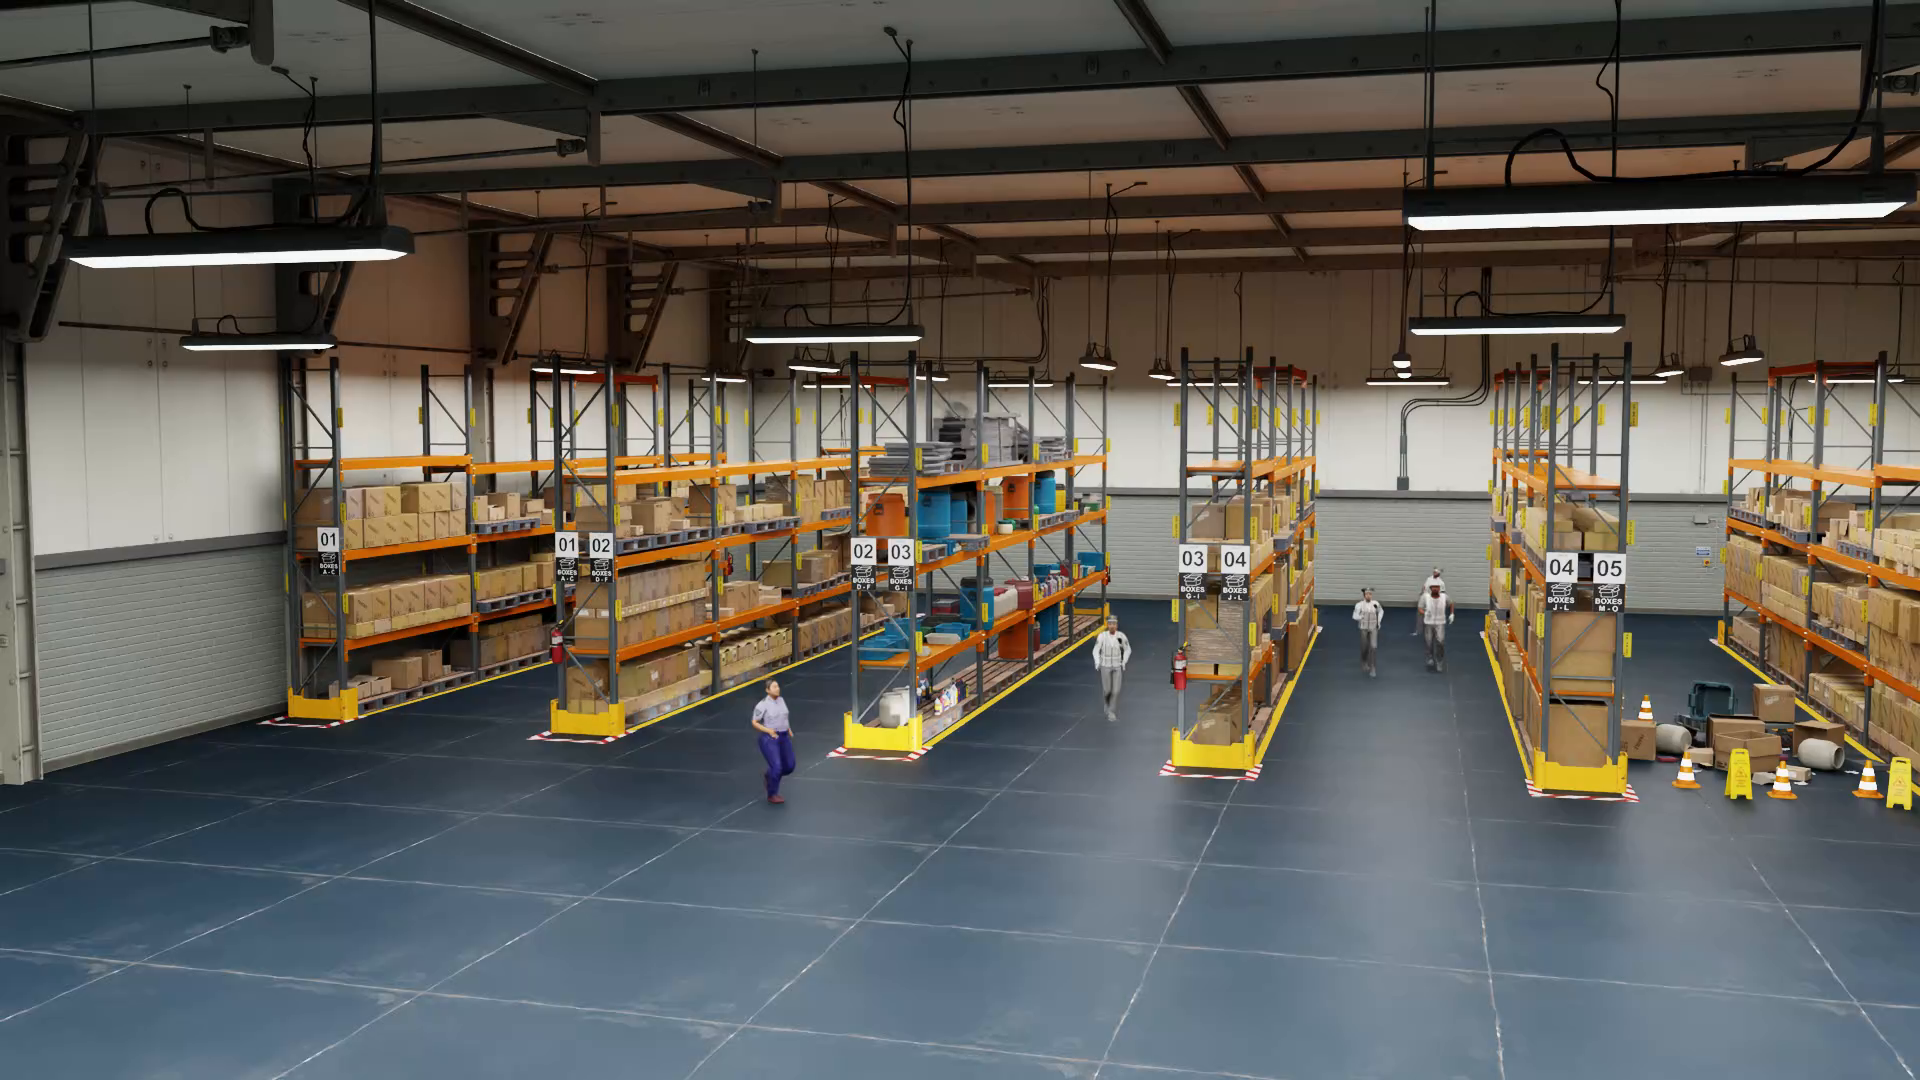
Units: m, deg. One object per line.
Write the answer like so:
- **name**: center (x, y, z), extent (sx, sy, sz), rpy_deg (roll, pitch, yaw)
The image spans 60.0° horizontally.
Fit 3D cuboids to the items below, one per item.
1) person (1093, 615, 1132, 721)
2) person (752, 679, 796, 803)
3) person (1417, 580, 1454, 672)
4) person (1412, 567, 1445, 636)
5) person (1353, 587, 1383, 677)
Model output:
- **person**: center (2.386, 1.981, 26.071), extent (0.603, 1.659, 0.515), rpy_deg (0, 4, 3)
- **person**: center (-2.426, 2.613, 21.696), extent (0.555, 1.596, 0.604), rpy_deg (4, 6, 42)
- **person**: center (9.418, 1.714, 32.939), extent (0.711, 1.851, 0.746), rpy_deg (1, 4, 14)
- **person**: center (10.844, 1.406, 38.235), extent (0.639, 1.619, 0.655), rpy_deg (-4, 6, -40)
- **person**: center (7.964, 1.777, 32.469), extent (0.598, 1.753, 0.777), rpy_deg (1, 4, 11)
